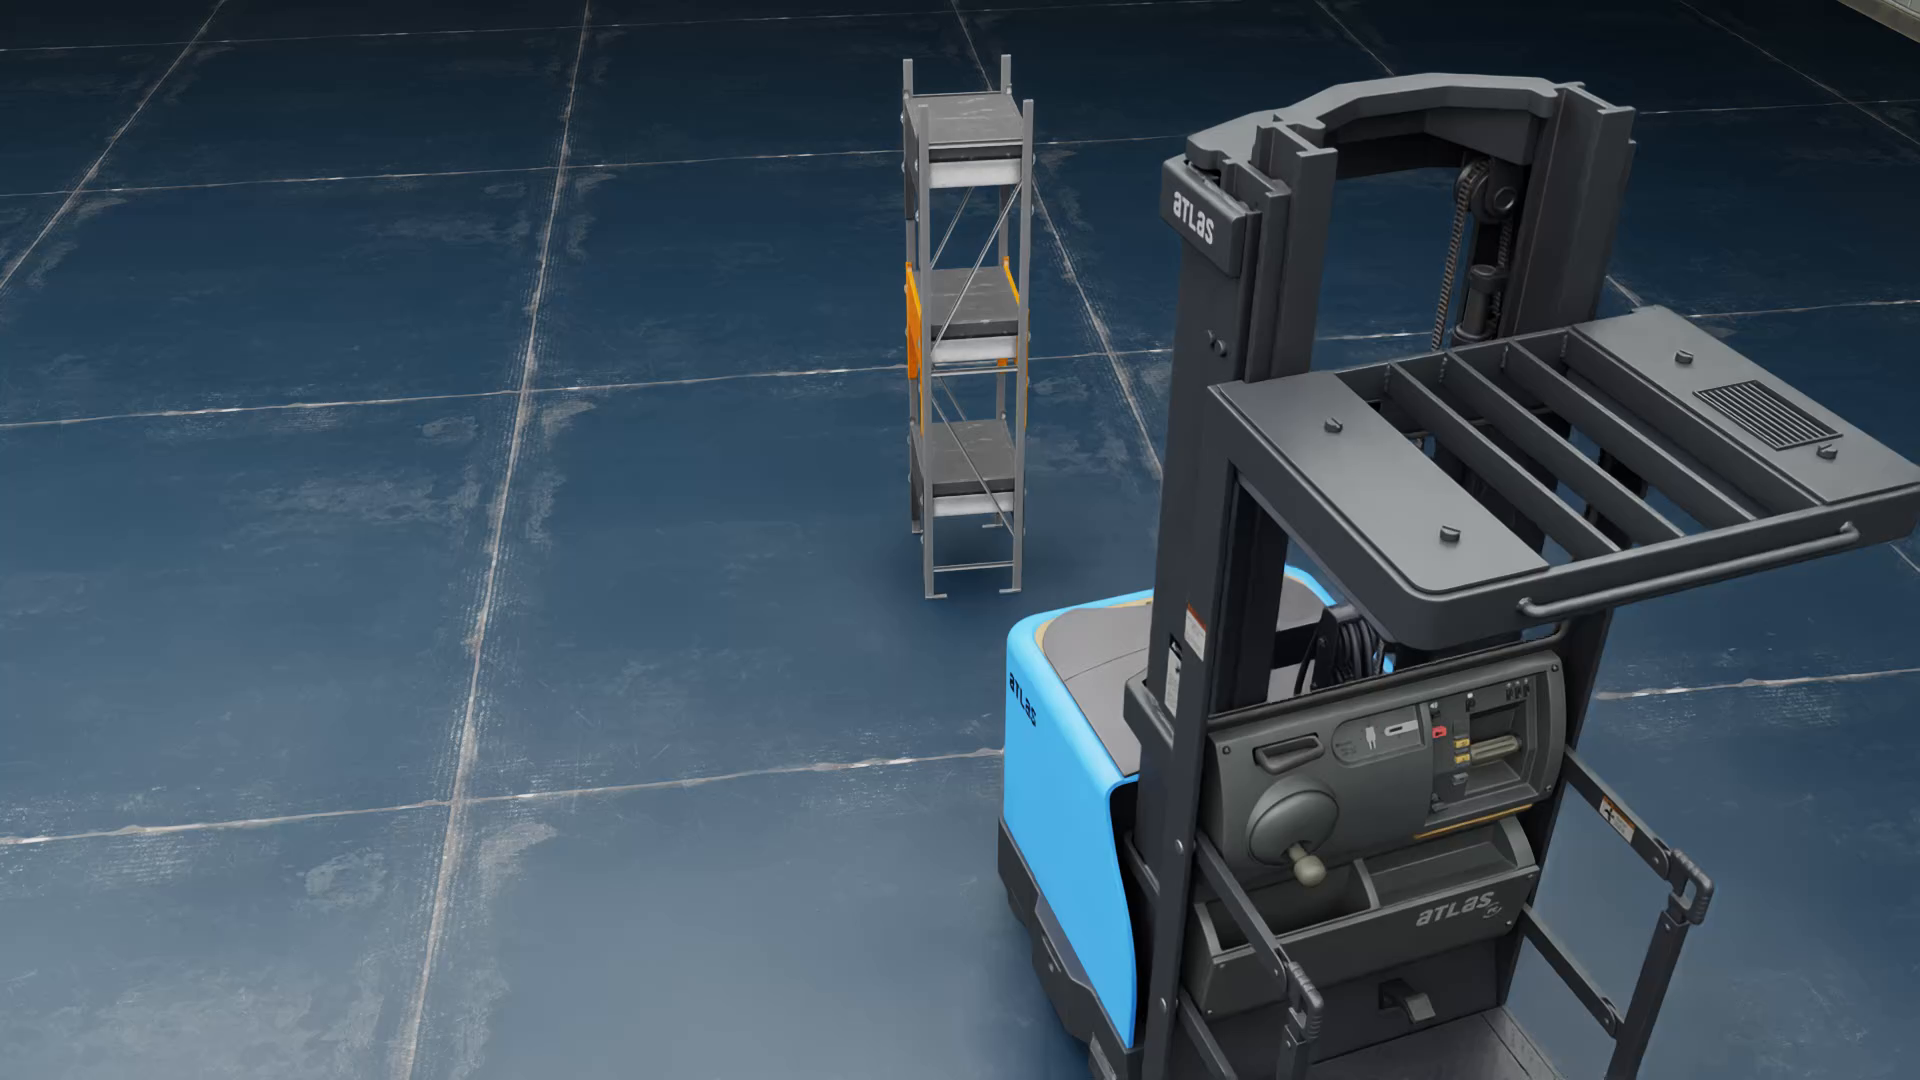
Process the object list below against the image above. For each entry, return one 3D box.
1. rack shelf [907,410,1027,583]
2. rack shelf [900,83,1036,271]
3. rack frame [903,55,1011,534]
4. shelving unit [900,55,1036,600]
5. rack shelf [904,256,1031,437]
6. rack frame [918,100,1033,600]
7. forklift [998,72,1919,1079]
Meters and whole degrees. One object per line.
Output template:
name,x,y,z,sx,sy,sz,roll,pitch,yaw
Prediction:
rack shelf,0.022,-0.186,6.925,0.431,0.518,0.480,-4,35,-6
rack shelf,0.022,-1.342,6.137,0.431,0.518,0.480,-4,35,-6
rack frame,-0.011,-0.911,6.723,0.400,2.100,0.015,-4,35,-6
shelving unit,0.022,-0.775,6.523,0.431,2.100,0.503,-4,35,-6
rack shelf,0.022,-0.764,6.531,0.431,0.518,0.480,-4,35,-6
rack frame,0.055,-0.639,6.323,0.400,2.100,0.015,-4,35,-6
forklift,1.099,0.604,3.761,1.130,2.935,3.031,-11,36,-16
